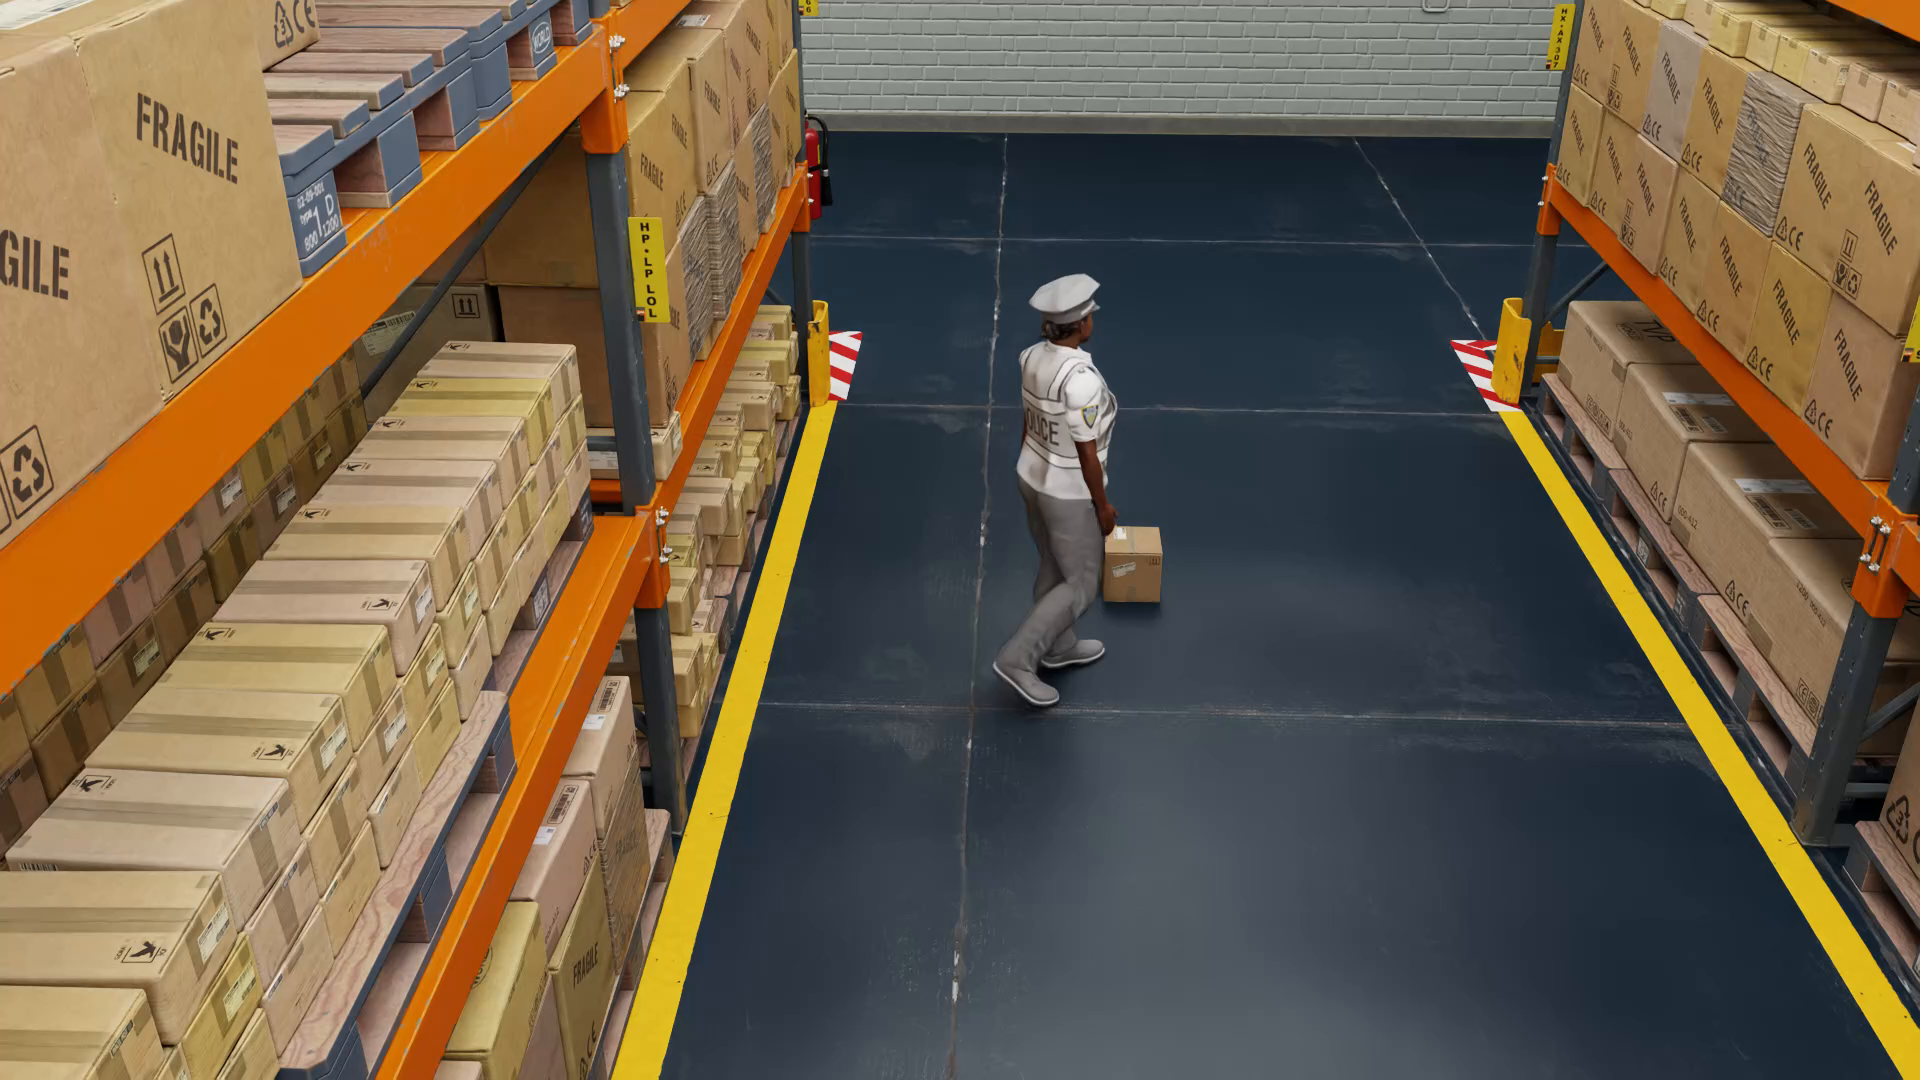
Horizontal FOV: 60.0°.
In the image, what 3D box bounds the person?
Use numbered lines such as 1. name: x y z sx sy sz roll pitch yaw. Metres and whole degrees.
1. person: 0.368 -0.184 6.437 0.580 1.680 0.485 -12 30 -21
